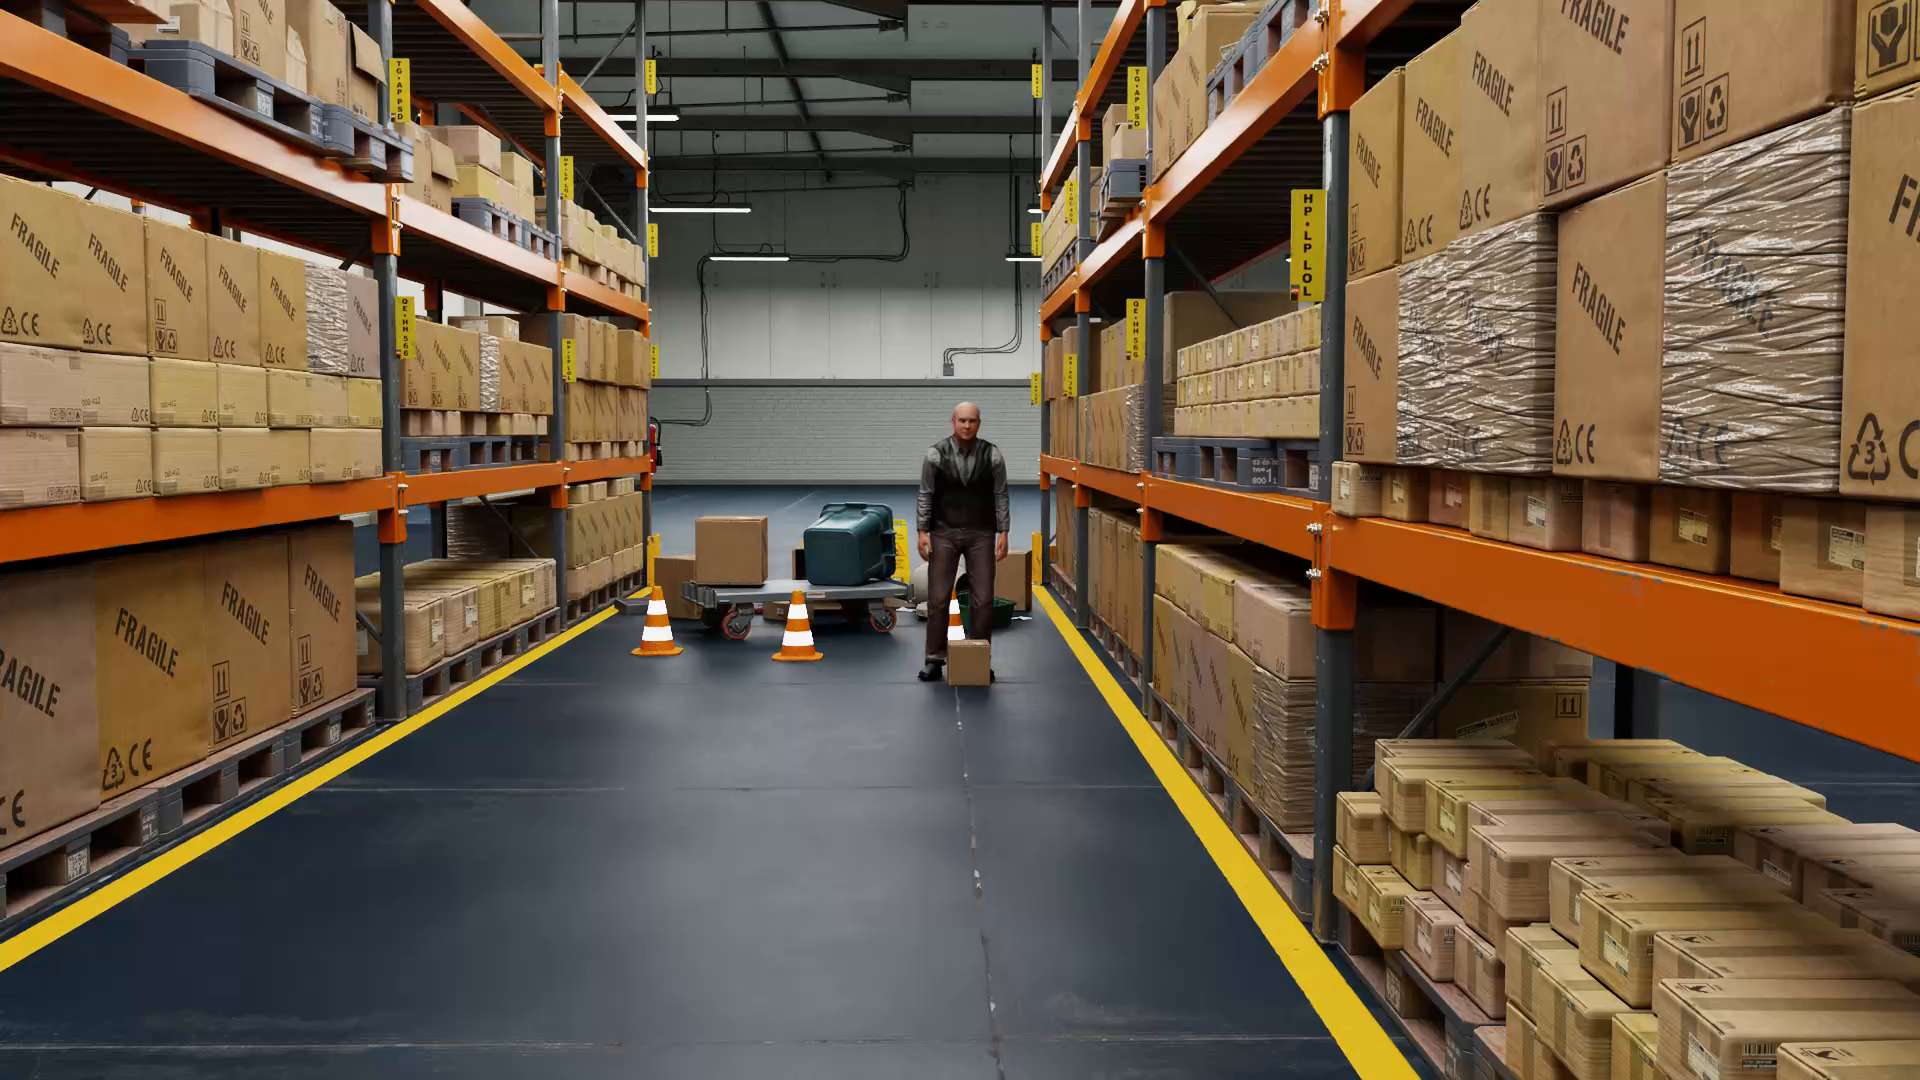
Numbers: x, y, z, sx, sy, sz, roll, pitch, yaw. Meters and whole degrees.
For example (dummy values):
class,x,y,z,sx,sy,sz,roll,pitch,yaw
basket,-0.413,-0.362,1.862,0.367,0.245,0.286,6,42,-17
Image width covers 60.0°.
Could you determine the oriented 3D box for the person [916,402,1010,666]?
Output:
class,x,y,z,sx,sy,sz,roll,pitch,yaw
person,0.019,-0.029,10.418,0.587,1.664,0.412,0,4,-2
